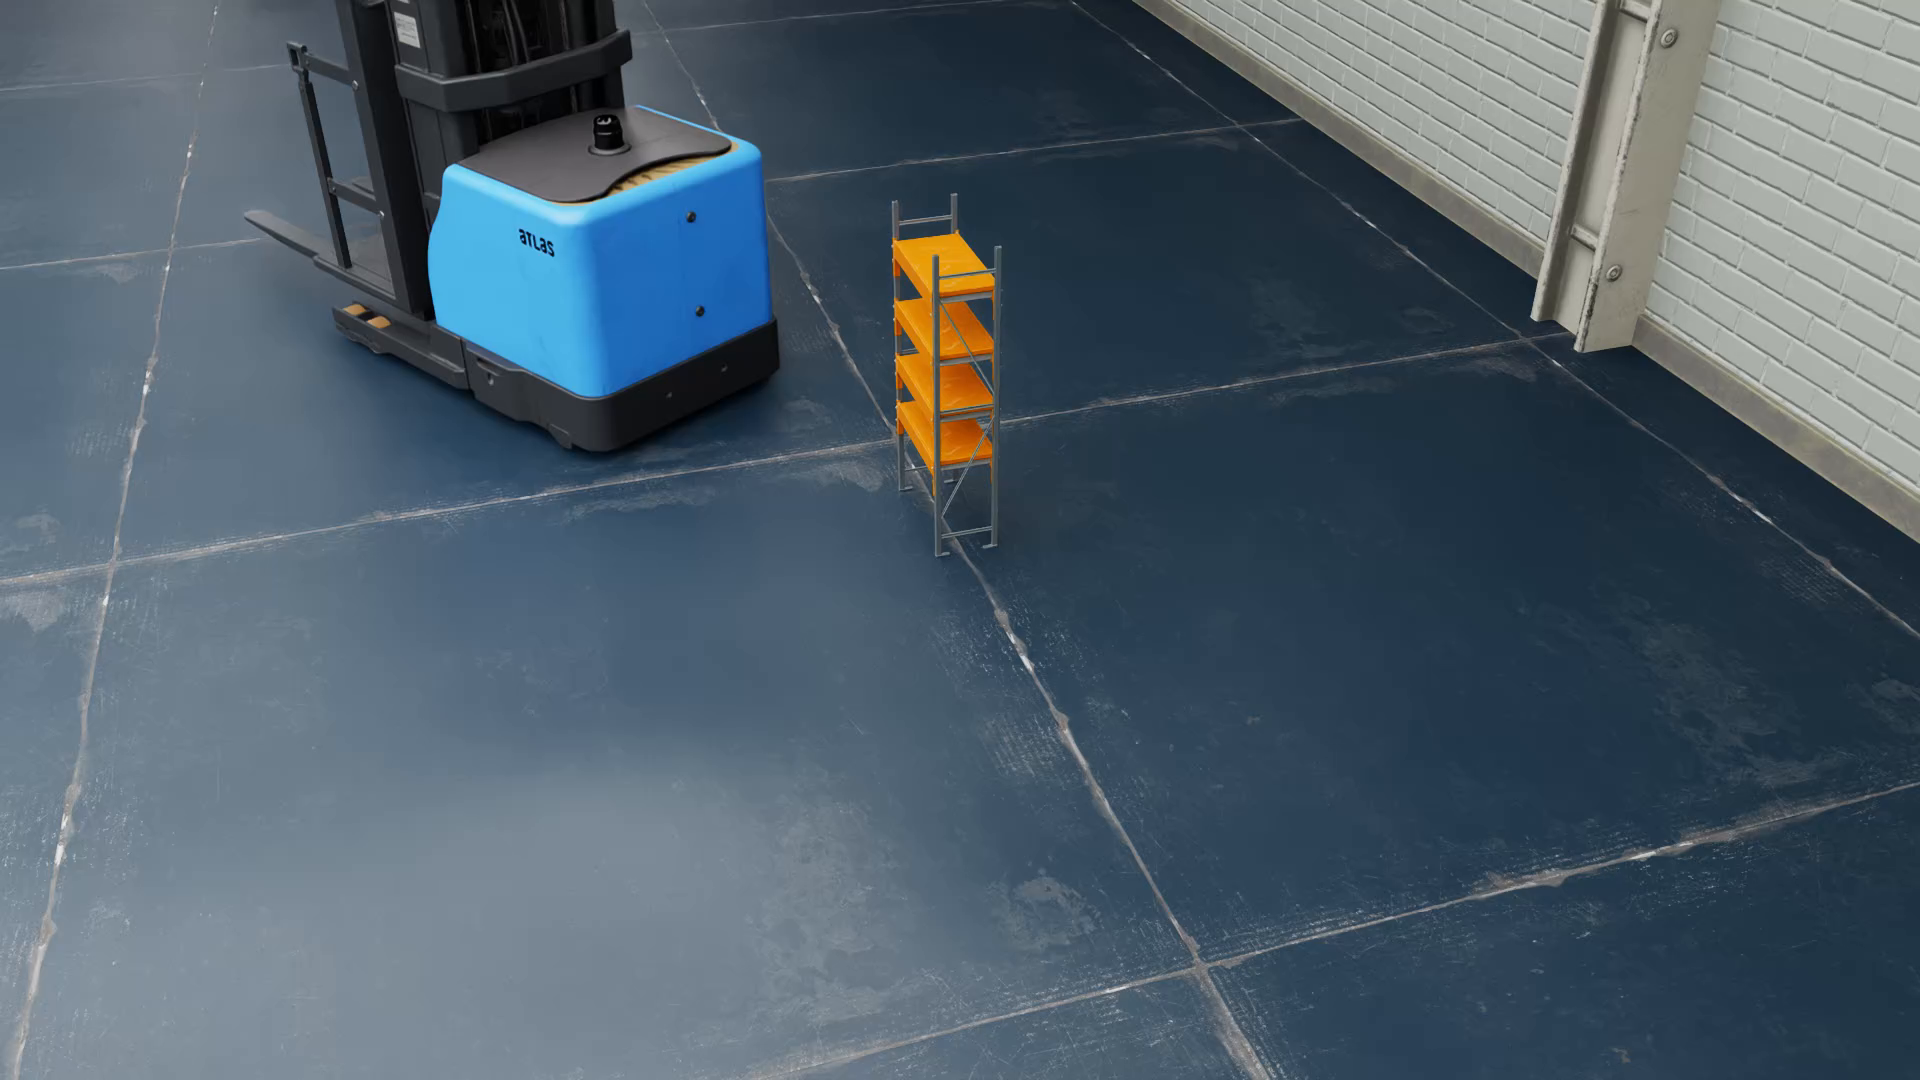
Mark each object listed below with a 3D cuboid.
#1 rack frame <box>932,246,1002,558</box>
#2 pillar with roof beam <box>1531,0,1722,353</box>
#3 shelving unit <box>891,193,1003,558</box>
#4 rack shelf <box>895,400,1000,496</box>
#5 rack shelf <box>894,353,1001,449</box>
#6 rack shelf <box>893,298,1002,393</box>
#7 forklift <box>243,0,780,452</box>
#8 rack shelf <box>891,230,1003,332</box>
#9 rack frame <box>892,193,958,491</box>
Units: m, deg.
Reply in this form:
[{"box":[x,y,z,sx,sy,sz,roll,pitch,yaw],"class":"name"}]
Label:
[{"box":[0.024,-0.459,5.857,0.240,1.200,0.015,-10,35,-15],"class":"rack frame"},{"box":[-1.205,-4.007,4.152,9.100,9.000,0.400,-10,35,-15],"class":"pillar with roof beam"},{"box":[-0.051,-0.587,6.051,0.258,1.200,0.503,-10,35,-15],"class":"shelving unit"},{"box":[-0.051,-0.366,6.197,0.258,0.148,0.480,-10,35,-15],"class":"rack shelf"},{"box":[-0.051,-0.531,6.088,0.258,0.148,0.480,-10,35,-15],"class":"rack shelf"},{"box":[-0.051,-0.718,5.964,0.258,0.148,0.480,-10,35,-15],"class":"rack shelf"},{"box":[-2.229,-2.258,7.008,3.031,2.935,1.130,26,41,33],"class":"forklift"},{"box":[-0.051,-0.915,5.834,0.258,0.148,0.480,-10,35,-15],"class":"rack shelf"},{"box":[-0.125,-0.716,6.245,0.240,1.200,0.015,-10,35,-15],"class":"rack frame"}]
